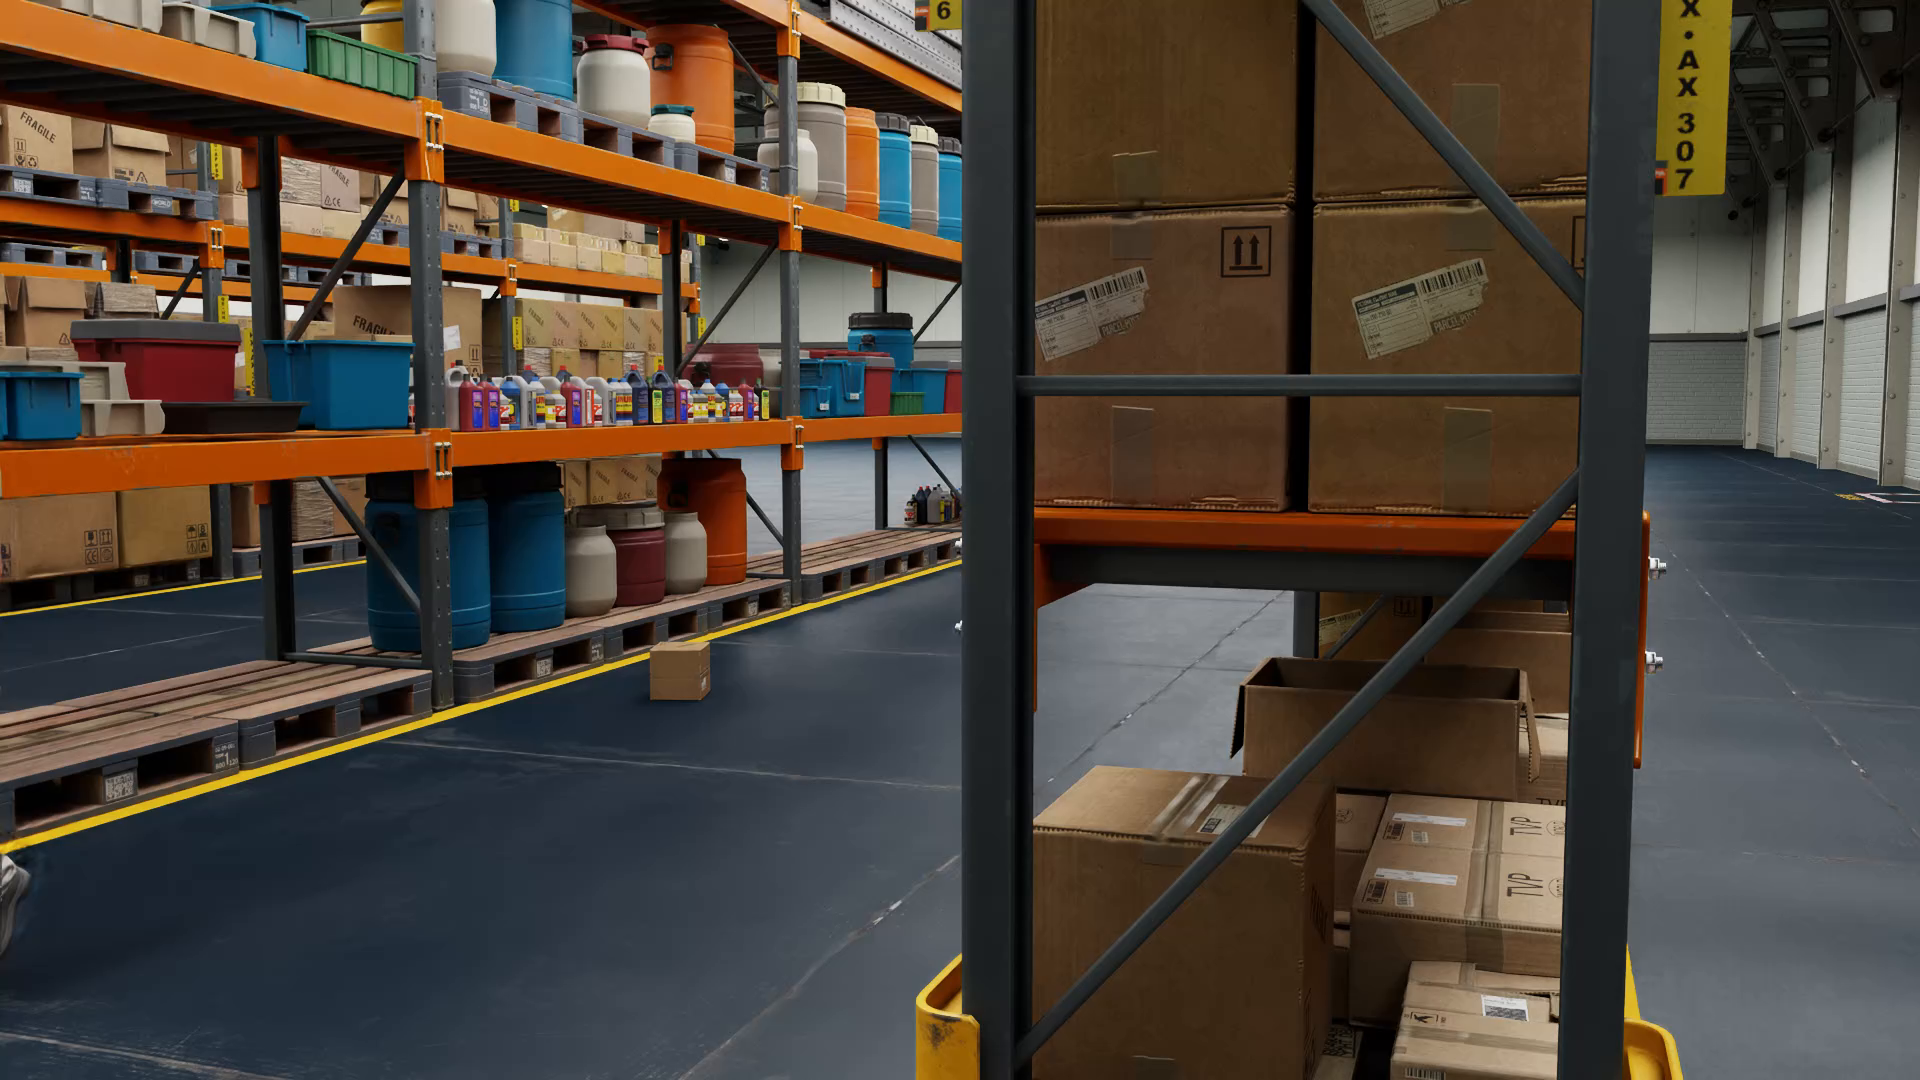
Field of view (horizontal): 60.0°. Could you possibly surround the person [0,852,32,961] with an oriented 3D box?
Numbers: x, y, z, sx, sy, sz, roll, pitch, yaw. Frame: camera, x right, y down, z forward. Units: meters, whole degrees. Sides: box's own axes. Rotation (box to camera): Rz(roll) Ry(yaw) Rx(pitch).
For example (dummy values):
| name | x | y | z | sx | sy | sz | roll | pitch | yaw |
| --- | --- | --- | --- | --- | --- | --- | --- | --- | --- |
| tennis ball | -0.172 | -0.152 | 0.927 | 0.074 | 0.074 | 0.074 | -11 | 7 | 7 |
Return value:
| name | x | y | z | sx | sy | sz | roll | pitch | yaw |
| --- | --- | --- | --- | --- | --- | --- | --- | --- | --- |
| person | -2.560 | 0.233 | 3.958 | 0.537 | 1.779 | 0.515 | 3 | 6 | 26 |
